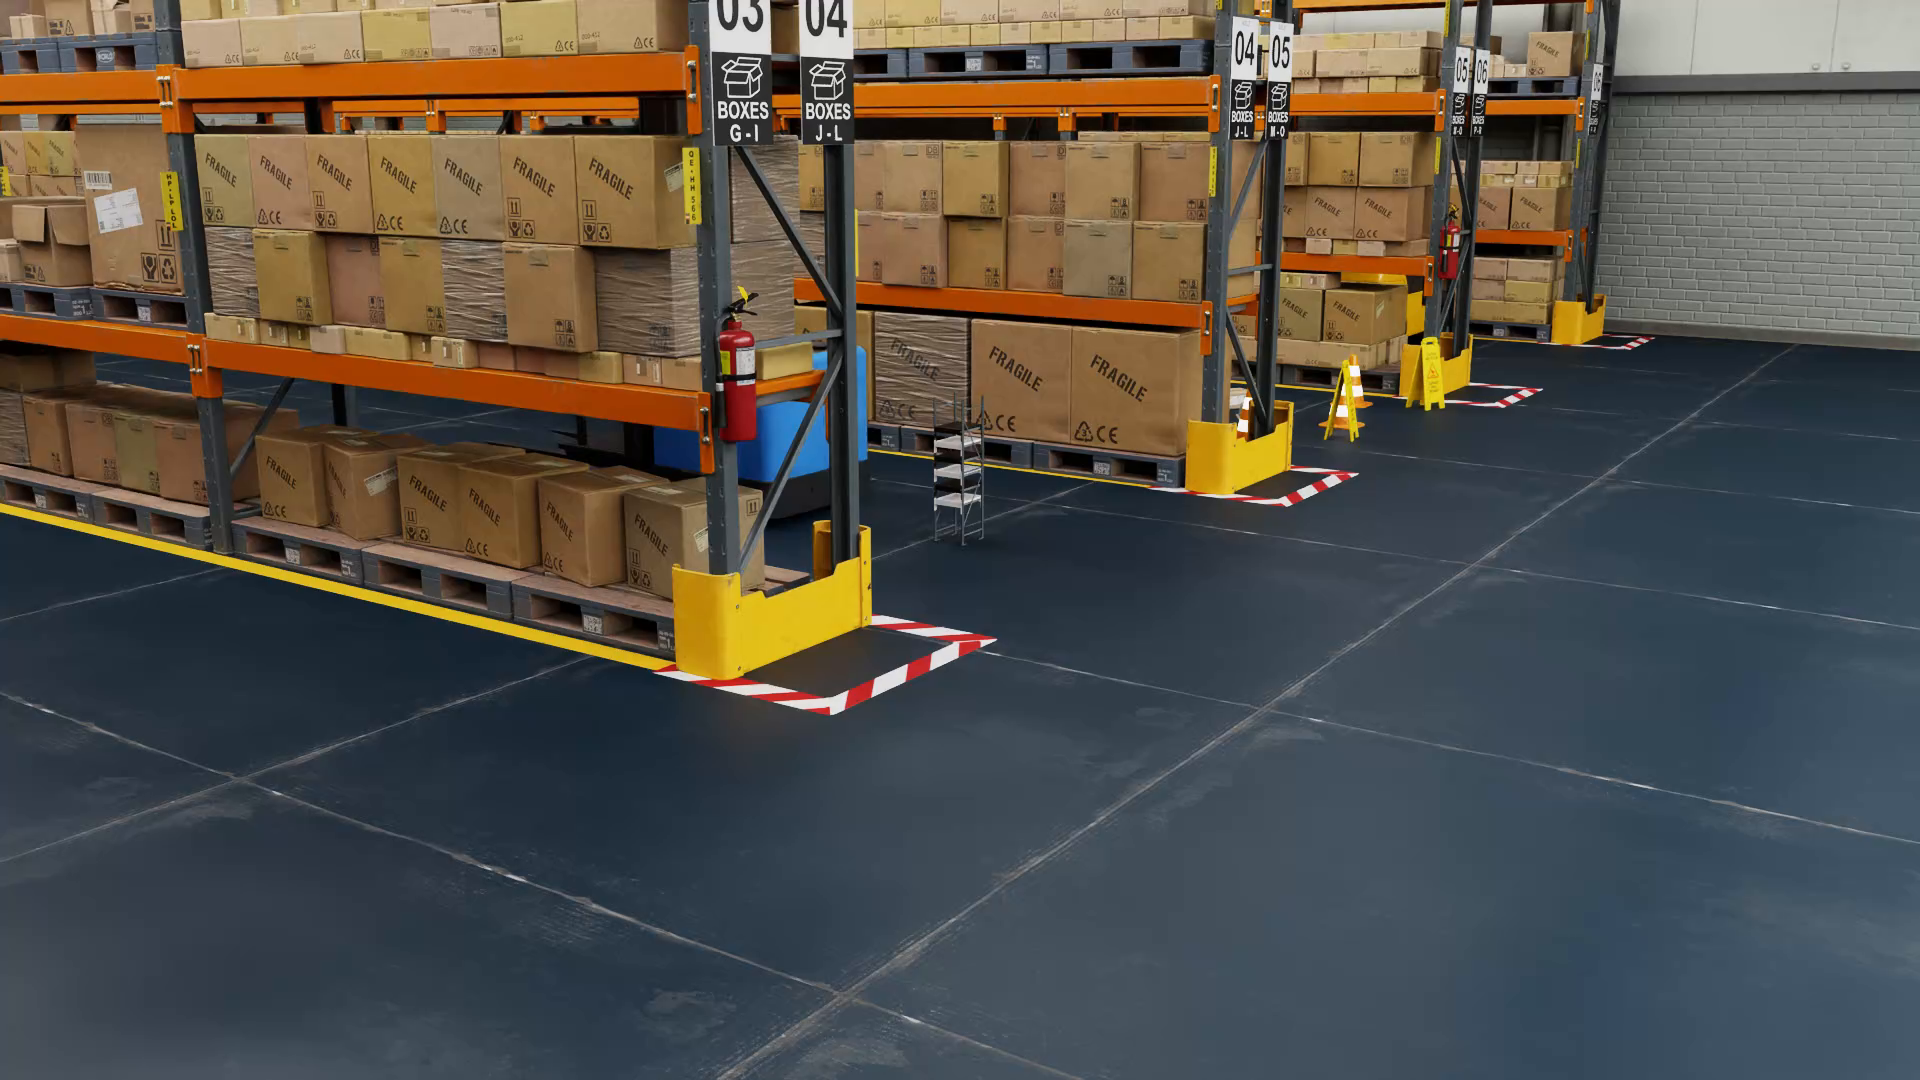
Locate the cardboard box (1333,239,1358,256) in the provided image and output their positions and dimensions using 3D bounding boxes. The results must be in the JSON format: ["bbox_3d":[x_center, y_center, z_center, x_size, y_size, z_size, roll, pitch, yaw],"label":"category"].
[{"bbox_3d":[3.792,-2.841,16.081,0.250,0.149,0.380,9,16,32],"label":"cardboard box"}]

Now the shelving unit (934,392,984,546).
[{"bbox_3d":[-0.007,-0.438,10.219,0.210,0.900,0.258,9,17,33],"label":"shelving unit"}]

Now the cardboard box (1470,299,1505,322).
[{"bbox_3d":[6.488,-2.833,20.374,0.500,0.250,0.500,9,17,33],"label":"cardboard box"}]

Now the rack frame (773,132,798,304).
[{"bbox_3d":[-1.303,-2.441,13.942,0.127,3.000,1.000,9,17,33],"label":"rack frame"}]

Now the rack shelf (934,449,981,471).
[{"bbox_3d":[-0.007,-0.493,10.206,0.200,0.077,0.258,9,17,33],"label":"rack shelf"}]

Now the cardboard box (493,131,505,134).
[{"bbox_3d":[-6.056,-5.433,22.391,0.250,0.149,0.380,9,17,33],"label":"cardboard box"}]

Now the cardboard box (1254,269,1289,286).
[{"bbox_3d":[3.118,-2.615,16.580,0.250,0.149,0.380,10,17,35],"label":"cardboard box"}]

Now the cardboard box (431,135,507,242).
[{"bbox_3d":[-2.262,-1.765,8.305,0.500,0.500,0.500,9,17,33],"label":"cardboard box"}]

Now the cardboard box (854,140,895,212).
[{"bbox_3d":[-0.495,-2.931,13.362,0.550,0.550,0.875,9,17,33],"label":"cardboard box"}]

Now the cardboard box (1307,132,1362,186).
[{"bbox_3d":[3.733,-3.678,16.030,0.500,0.500,0.700,9,17,33],"label":"cardboard box"}]

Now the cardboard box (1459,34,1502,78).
[{"bbox_3d":[6.164,-5.820,20.061,0.500,0.500,0.700,9,17,33],"label":"cardboard box"}]

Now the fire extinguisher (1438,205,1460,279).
[{"bbox_3d":[4.532,-2.760,15.393,0.183,0.674,0.296,9,17,33],"label":"fire extinguisher"}]

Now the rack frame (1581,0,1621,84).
[{"bbox_3d":[7.462,-6.807,19.096,0.127,3.000,1.000,9,17,33],"label":"rack frame"}]

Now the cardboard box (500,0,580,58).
[{"bbox_3d":[-1.794,-2.393,7.817,0.500,0.250,0.500,9,17,33],"label":"cardboard box"}]

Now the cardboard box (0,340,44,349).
[{"bbox_3d":[-6.902,-1.282,11.987,0.500,0.250,0.500,10,17,35],"label":"cardboard box"}]

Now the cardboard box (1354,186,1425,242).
[{"bbox_3d":[4.090,-3.116,15.841,0.500,0.500,0.500,9,16,32],"label":"cardboard box"}]

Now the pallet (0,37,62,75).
[{"bbox_3d":[-5.471,-3.073,10.643,1.003,0.211,1.213,9,17,33],"label":"pallet"}]

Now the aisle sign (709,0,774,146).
[{"bbox_3d":[-0.952,-2.123,7.247,0.004,0.787,0.394,9,17,33],"label":"aisle sign"}]

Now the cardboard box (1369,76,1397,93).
[{"bbox_3d":[4.018,-4.258,15.563,0.250,0.149,0.380,9,17,33],"label":"cardboard box"}]

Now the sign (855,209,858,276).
[{"bbox_3d":[-0.534,-1.458,8.168,0.005,0.325,0.100,9,17,33],"label":"sign"}]

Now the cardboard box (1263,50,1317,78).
[{"bbox_3d":[3.270,-4.584,16.049,0.500,0.250,0.500,10,17,34],"label":"cardboard box"}]

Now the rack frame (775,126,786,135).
[{"bbox_3d":[-1.944,-3.978,20.151,0.127,3.000,1.000,9,17,33],"label":"rack frame"}]

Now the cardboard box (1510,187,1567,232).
[{"bbox_3d":[6.907,-3.958,19.860,0.500,0.500,0.500,9,16,32],"label":"cardboard box"}]

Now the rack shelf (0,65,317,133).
[{"bbox_3d":[-5.815,-2.841,10.811,4.000,0.370,1.077,9,17,33],"label":"rack shelf"}]

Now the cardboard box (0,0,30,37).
[{"bbox_3d":[-6.388,-3.500,10.730,0.500,0.500,0.500,9,16,31],"label":"cardboard box"}]

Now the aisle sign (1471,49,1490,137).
[{"bbox_3d":[4.919,-4.221,15.720,0.004,0.787,0.394,9,17,33],"label":"aisle sign"}]

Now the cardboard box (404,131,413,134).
[{"bbox_3d":[-7.557,-5.662,23.314,0.250,0.149,0.380,9,17,33],"label":"cardboard box"}]

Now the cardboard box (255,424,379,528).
[{"bbox_3d":[-3.846,-0.395,10.003,0.500,0.500,0.500,9,16,31],"label":"cardboard box"}]

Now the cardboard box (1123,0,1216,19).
[{"bbox_3d":[1.454,-3.695,11.374,0.500,0.250,0.500,9,17,34],"label":"cardboard box"}]

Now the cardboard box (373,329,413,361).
[{"bbox_3d":[-2.893,-1.056,8.871,0.250,0.149,0.380,9,17,33],"label":"cardboard box"}]

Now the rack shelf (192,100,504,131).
[{"bbox_3d":[-6.282,-4.353,16.918,4.000,0.370,1.077,9,17,33],"label":"rack shelf"}]

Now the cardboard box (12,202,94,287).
[{"bbox_3d":[-5.645,-1.934,10.804,0.637,0.503,0.797,11,18,38],"label":"cardboard box"}]

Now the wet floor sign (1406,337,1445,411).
[{"bbox_3d":[4.255,-1.524,15.135,0.267,0.644,0.232,-10,17,-35],"label":"wet floor sign"}]

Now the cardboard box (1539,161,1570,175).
[{"bbox_3d":[7.047,-4.409,19.715,0.250,0.149,0.380,9,17,33],"label":"cardboard box"}]

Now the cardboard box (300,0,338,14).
[{"bbox_3d":[-3.186,-2.797,8.621,0.250,0.149,0.380,9,16,32],"label":"cardboard box"}]

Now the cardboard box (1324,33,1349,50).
[{"bbox_3d":[3.653,-4.730,15.809,0.250,0.149,0.380,9,17,33],"label":"cardboard box"}]

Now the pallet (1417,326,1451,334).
[{"bbox_3d":[5.796,-2.800,21.194,1.213,0.211,1.003,9,17,33],"label":"pallet"}]

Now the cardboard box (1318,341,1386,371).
[{"bbox_3d":[3.854,-1.832,16.331,0.500,0.250,0.500,9,17,33],"label":"cardboard box"}]

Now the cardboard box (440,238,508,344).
[{"bbox_3d":[-2.150,-1.320,8.587,0.500,0.500,0.875,9,17,33],"label":"cardboard box"}]

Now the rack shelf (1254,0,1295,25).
[{"bbox_3d":[2.483,-7.069,22.481,4.000,0.370,1.077,9,17,33],"label":"rack shelf"}]

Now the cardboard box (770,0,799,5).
[{"bbox_3d":[-0.936,-2.589,7.780,0.250,0.149,0.380,9,17,32],"label":"cardboard box"}]

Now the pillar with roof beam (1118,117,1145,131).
[{"bbox_3d":[0.006,-7.027,19.982,0.400,9.000,9.100,9,17,33],"label":"pillar with roof beam"}]

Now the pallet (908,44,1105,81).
[{"bbox_3d":[0.378,-3.579,12.479,1.213,0.211,1.003,9,17,33],"label":"pallet"}]

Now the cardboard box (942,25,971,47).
[{"bbox_3d":[0.071,-3.707,12.254,0.250,0.149,0.380,9,17,34],"label":"cardboard box"}]

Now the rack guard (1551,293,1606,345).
[{"bbox_3d":[7.482,-2.679,20.104,0.348,0.500,1.175,9,17,33],"label":"rack guard"}]

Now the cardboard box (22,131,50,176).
[{"bbox_3d":[-10.614,-4.549,19.550,0.500,0.500,0.500,10,17,34],"label":"cardboard box"}]

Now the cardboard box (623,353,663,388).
[{"bbox_3d":[-1.395,-0.838,7.989,0.250,0.149,0.380,9,17,33],"label":"cardboard box"}]

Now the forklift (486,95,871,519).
[{"bbox_3d":[-2.100,-1.788,11.448,3.031,2.935,1.130,10,17,35],"label":"forklift"}]

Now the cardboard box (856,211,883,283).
[{"bbox_3d":[-0.522,-2.398,13.454,0.550,0.550,0.875,9,17,33],"label":"cardboard box"}]

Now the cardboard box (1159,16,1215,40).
[{"bbox_3d":[1.551,-3.468,11.289,0.250,0.149,0.380,9,17,33],"label":"cardboard box"}]

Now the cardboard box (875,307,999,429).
[{"bbox_3d":[-0.071,-1.395,13.264,0.875,0.875,0.875,9,17,33],"label":"cardboard box"}]

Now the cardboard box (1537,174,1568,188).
[{"bbox_3d":[7.018,-4.249,19.689,0.250,0.149,0.380,9,17,34],"label":"cardboard box"}]
